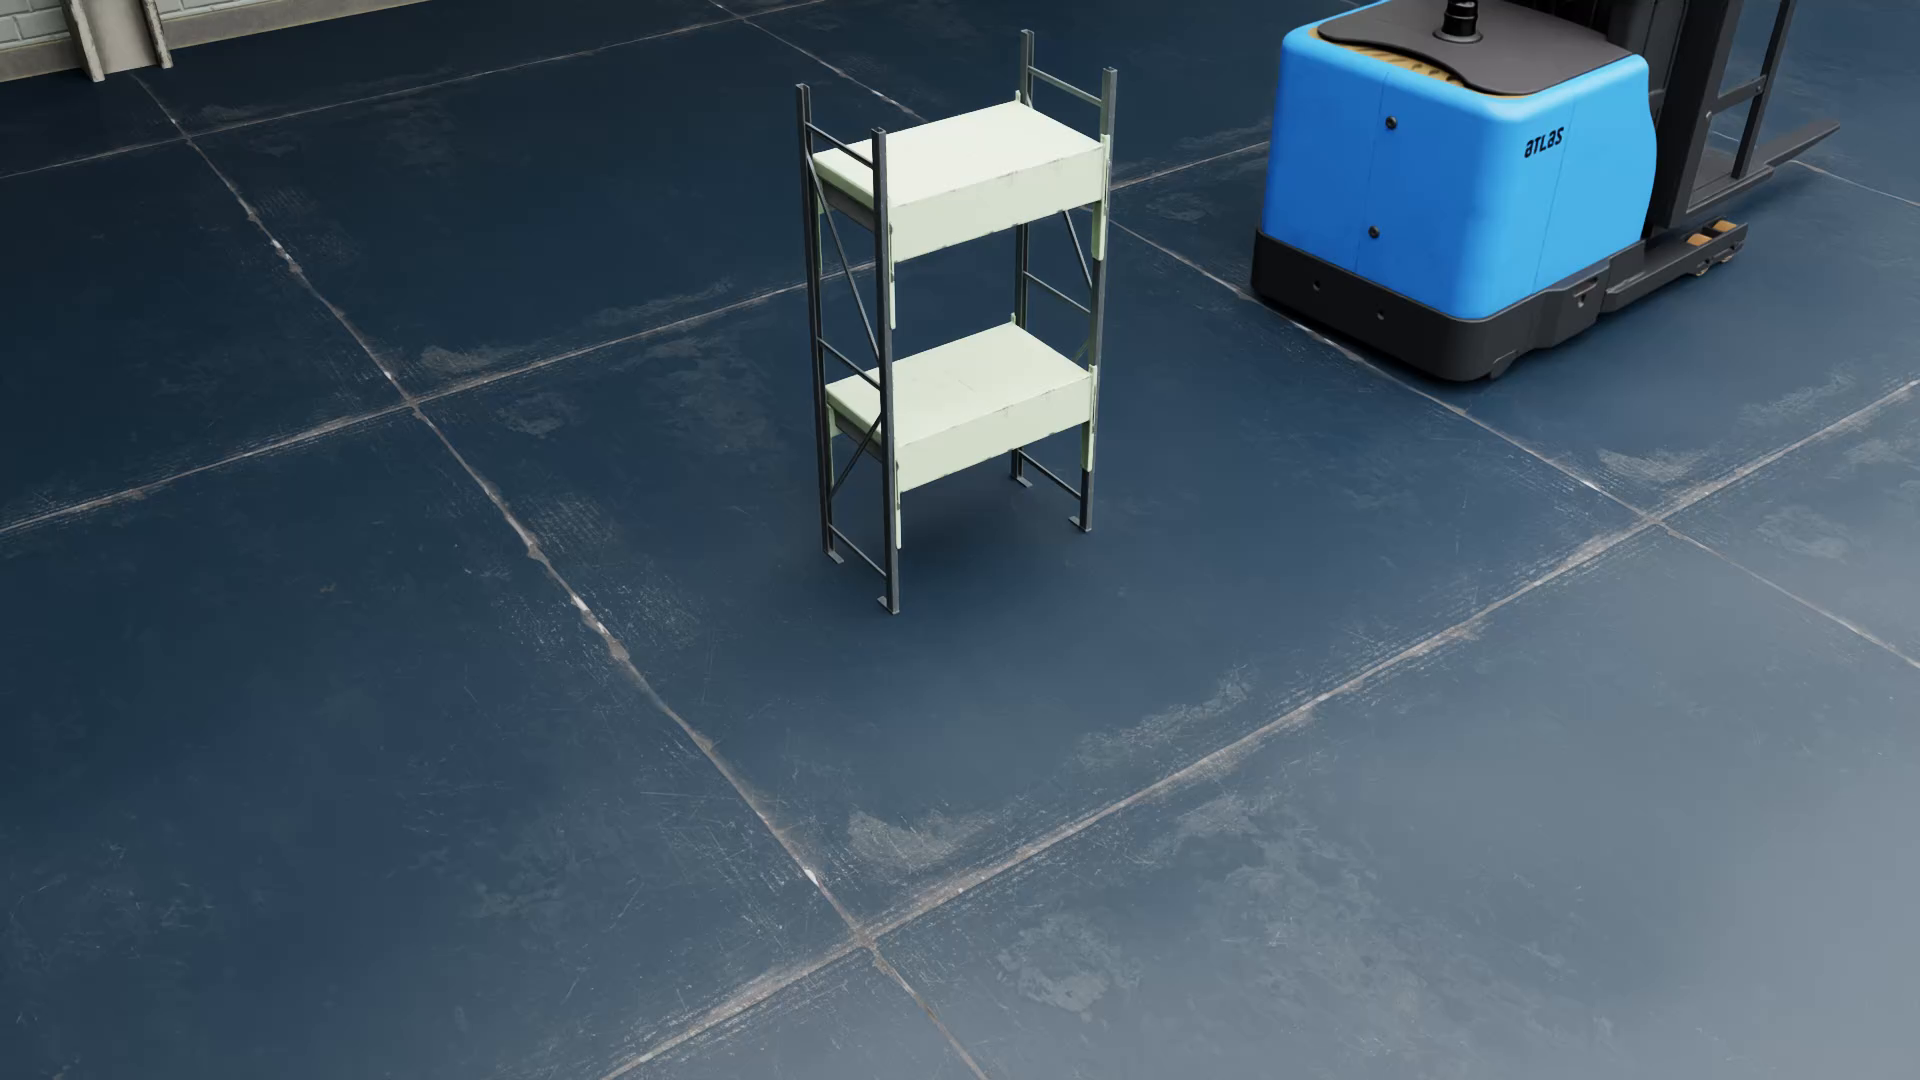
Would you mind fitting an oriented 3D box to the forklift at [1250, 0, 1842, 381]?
[{"bbox_3d":[2.593,-2.471,6.176,3.031,2.935,1.130,-26,43,-31],"label":"forklift"}]

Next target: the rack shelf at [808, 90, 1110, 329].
[{"bbox_3d":[-0.005,-0.923,4.581,0.720,0.370,0.431,-22,41,-28],"label":"rack shelf"}]

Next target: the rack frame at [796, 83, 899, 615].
[{"bbox_3d":[-0.305,-0.484,4.638,0.023,1.500,0.400,-22,41,-28],"label":"rack frame"}]

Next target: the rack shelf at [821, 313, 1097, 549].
[{"bbox_3d":[-0.005,-0.342,4.999,0.720,0.370,0.431,-22,41,-28],"label":"rack shelf"}]

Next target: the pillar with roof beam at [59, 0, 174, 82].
[{"bbox_3d":[-1.880,-4.080,3.216,0.400,9.000,9.100,-22,41,-28],"label":"pillar with roof beam"}]

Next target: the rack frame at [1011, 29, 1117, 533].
[{"bbox_3d":[0.294,-0.730,4.980,0.023,1.500,0.400,-22,41,-28],"label":"rack frame"}]

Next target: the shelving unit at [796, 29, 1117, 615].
[{"bbox_3d":[-0.005,-0.607,4.809,0.755,1.500,0.431,-22,41,-28],"label":"shelving unit"}]
